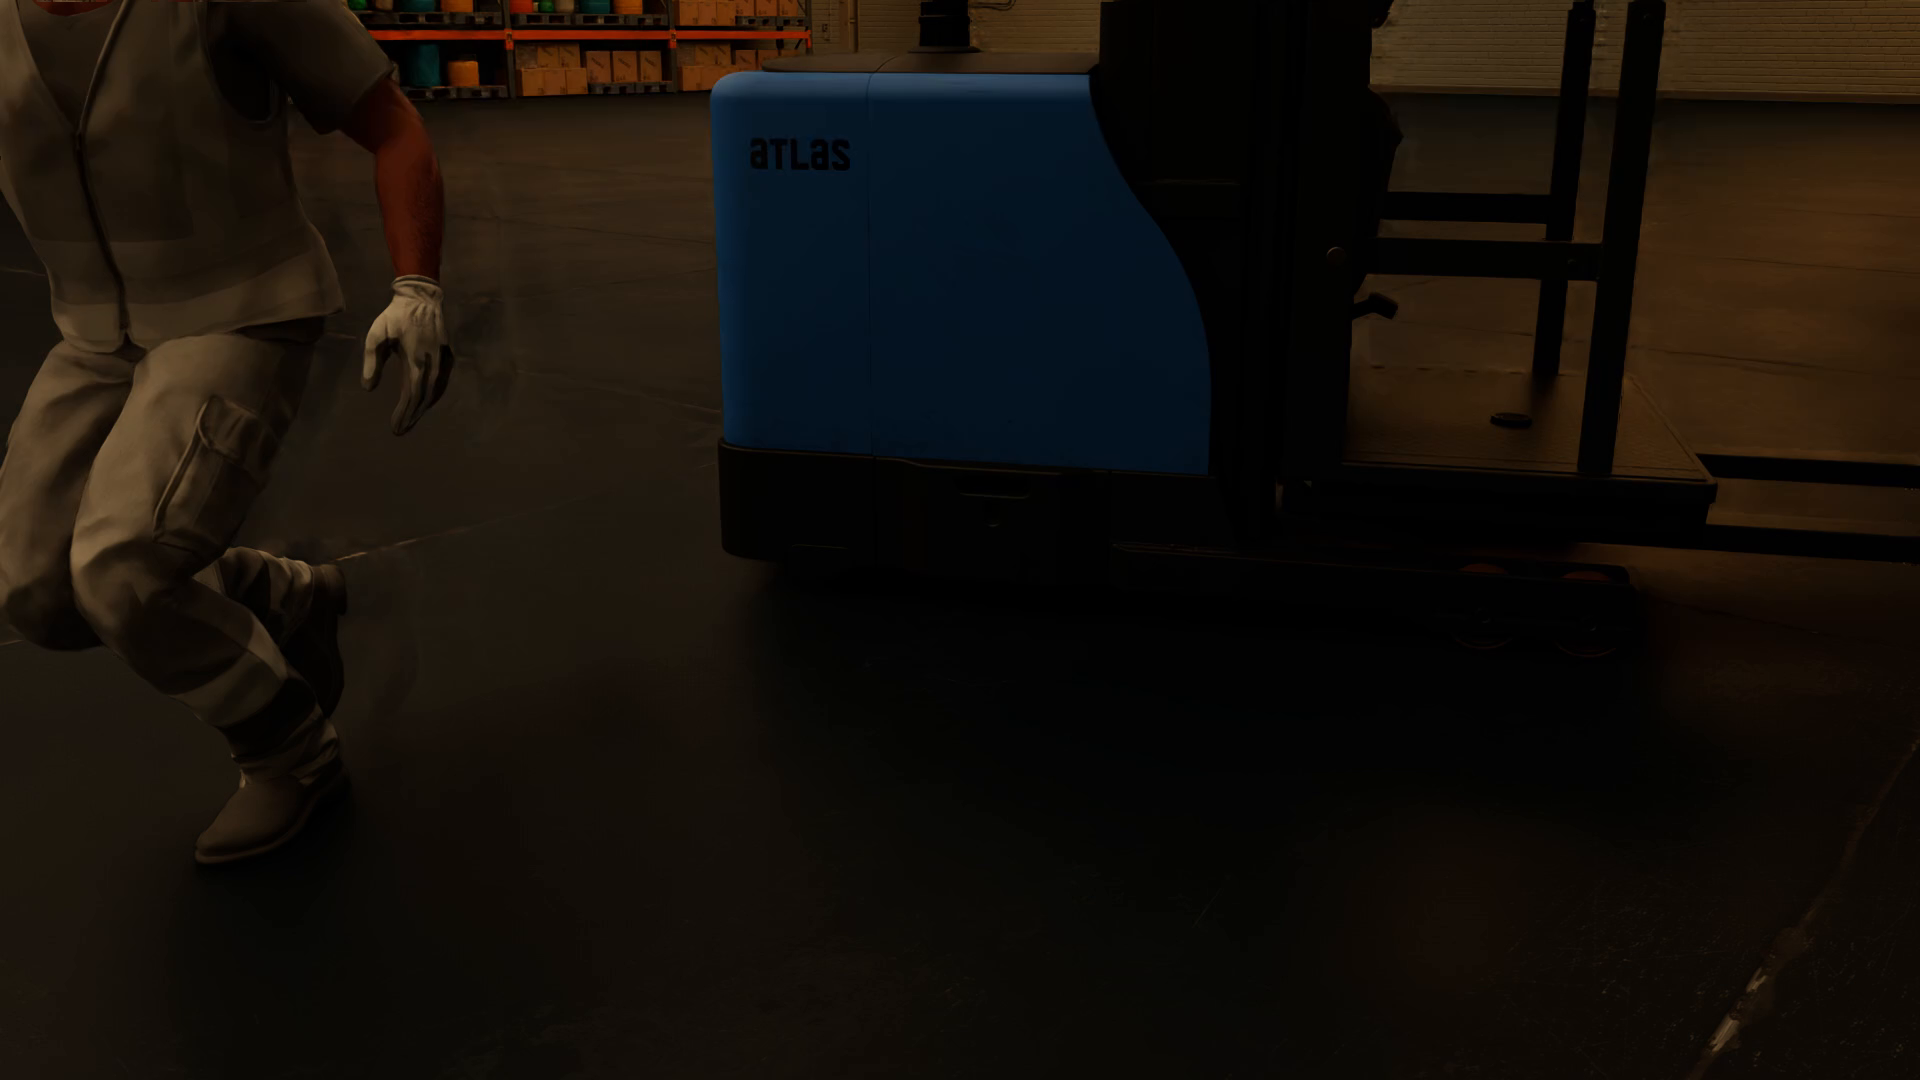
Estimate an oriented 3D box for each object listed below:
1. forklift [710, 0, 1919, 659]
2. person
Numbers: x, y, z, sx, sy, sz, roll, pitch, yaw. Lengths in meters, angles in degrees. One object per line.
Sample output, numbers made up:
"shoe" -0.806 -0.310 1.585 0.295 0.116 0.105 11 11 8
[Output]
"forklift" 1.051 -1.345 3.326 3.031 2.935 1.130 4 17 13
"person" -1.116 -0.338 2.396 0.852 1.567 0.657 4 17 13
